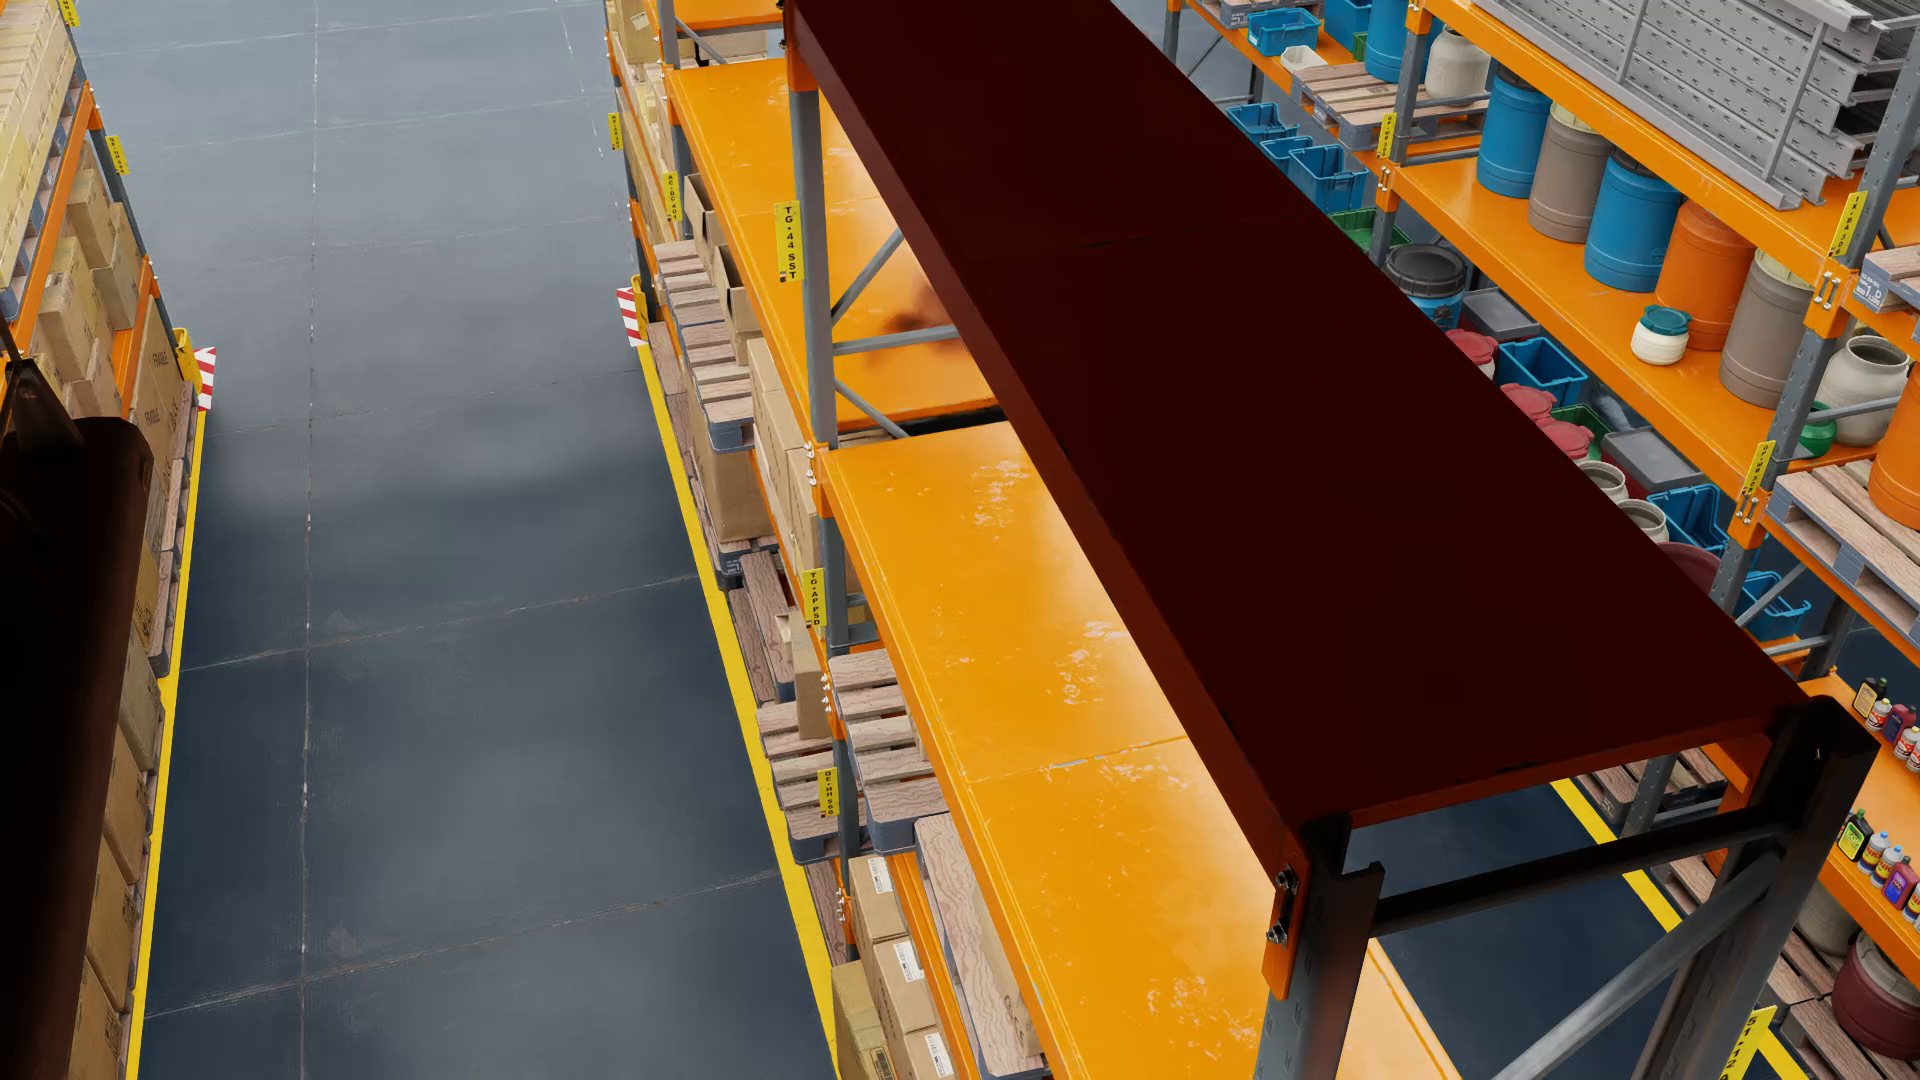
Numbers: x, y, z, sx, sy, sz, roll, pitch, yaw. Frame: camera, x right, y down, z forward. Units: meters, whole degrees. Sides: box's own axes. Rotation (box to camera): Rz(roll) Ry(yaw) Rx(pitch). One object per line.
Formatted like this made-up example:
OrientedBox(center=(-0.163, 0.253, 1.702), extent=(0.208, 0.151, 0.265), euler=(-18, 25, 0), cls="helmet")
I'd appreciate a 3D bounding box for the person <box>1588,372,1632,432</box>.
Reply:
OrientedBox(center=(5.262, -1.445, 13.247), extent=(0.689, 1.767, 0.828), euler=(-9, 39, -11), cls="person")
